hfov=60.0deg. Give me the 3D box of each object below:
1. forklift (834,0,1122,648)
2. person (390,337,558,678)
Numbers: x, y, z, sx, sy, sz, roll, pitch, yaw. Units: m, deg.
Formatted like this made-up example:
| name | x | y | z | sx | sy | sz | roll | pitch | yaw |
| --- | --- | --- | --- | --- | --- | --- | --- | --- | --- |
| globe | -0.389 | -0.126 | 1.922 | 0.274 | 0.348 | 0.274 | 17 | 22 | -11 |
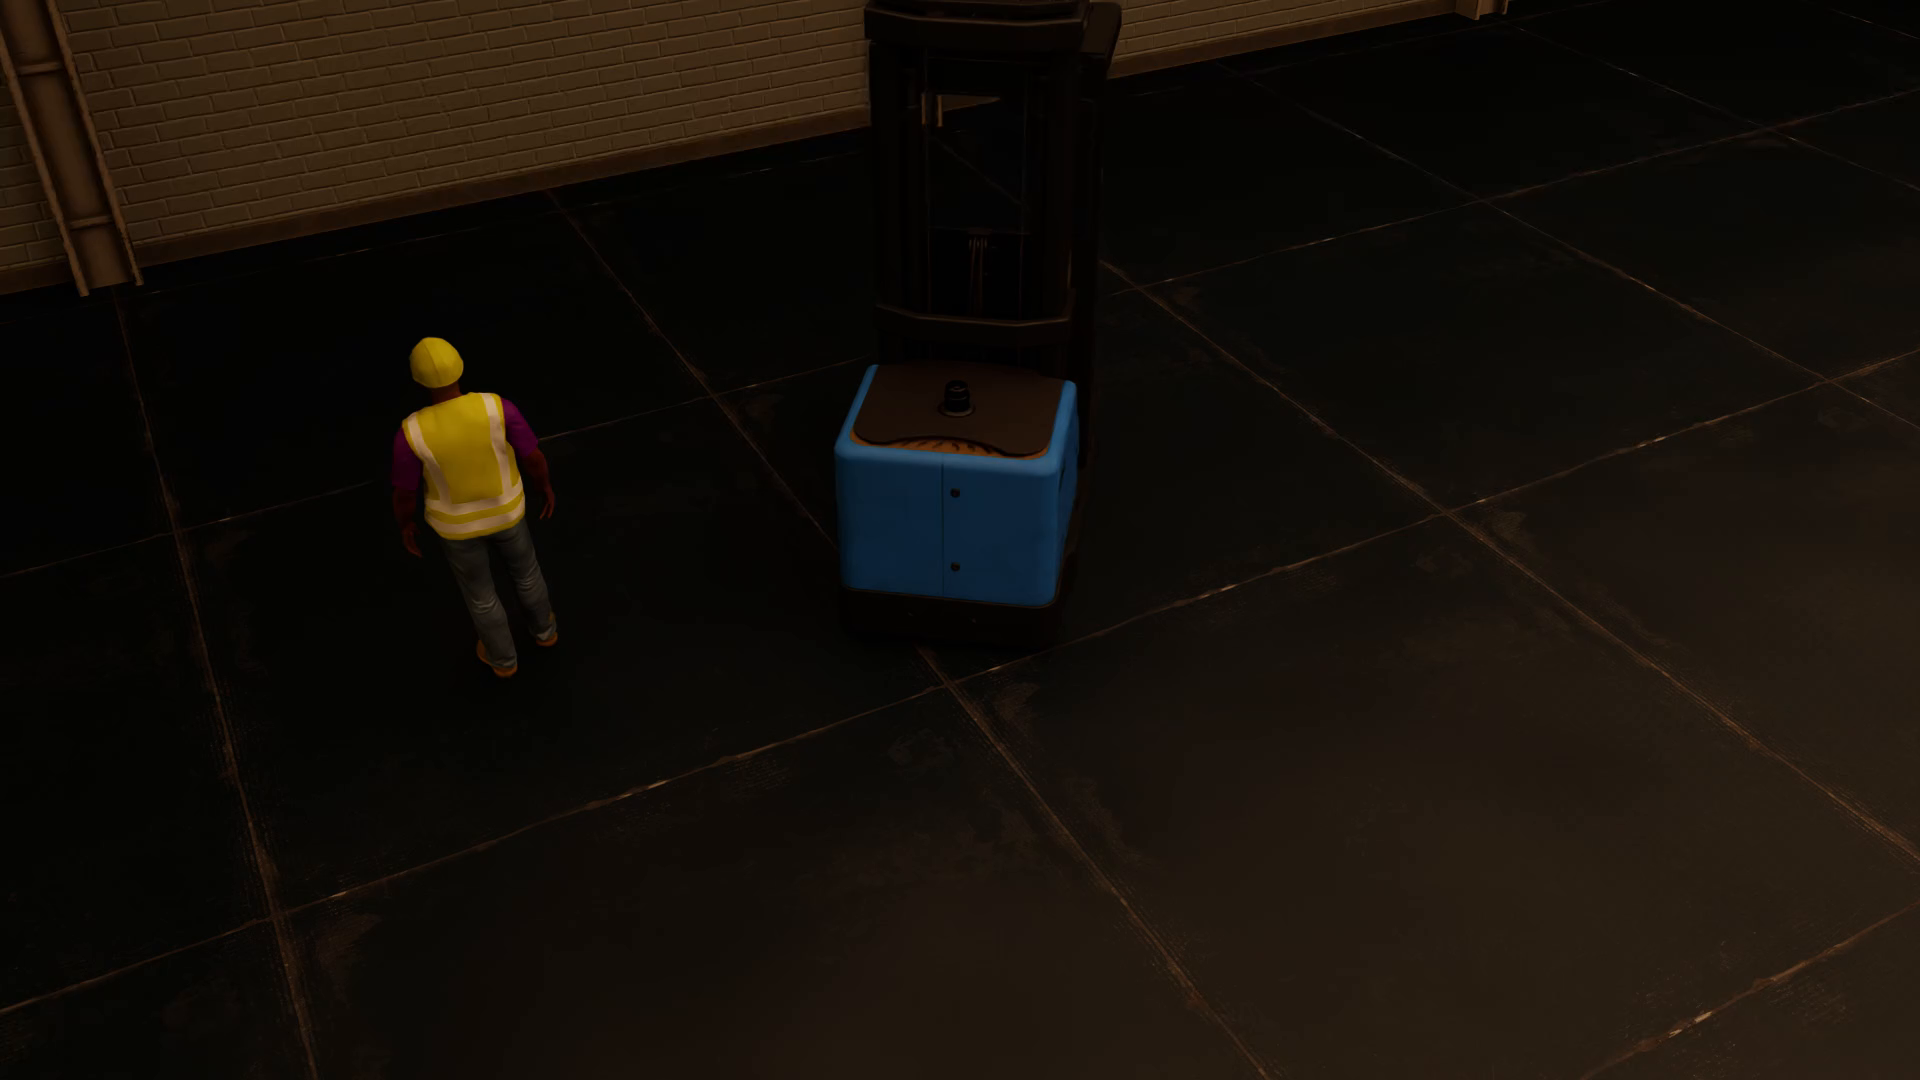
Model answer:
| name | x | y | z | sx | sy | sz | roll | pitch | yaw |
| --- | --- | --- | --- | --- | --- | --- | --- | --- | --- |
| forklift | 0.170 | -1.530 | 8.288 | 1.130 | 2.935 | 3.031 | 5 | 36 | 8 |
| person | -2.151 | -0.162 | 7.354 | 0.687 | 1.770 | 0.575 | -16 | 38 | -21 |
